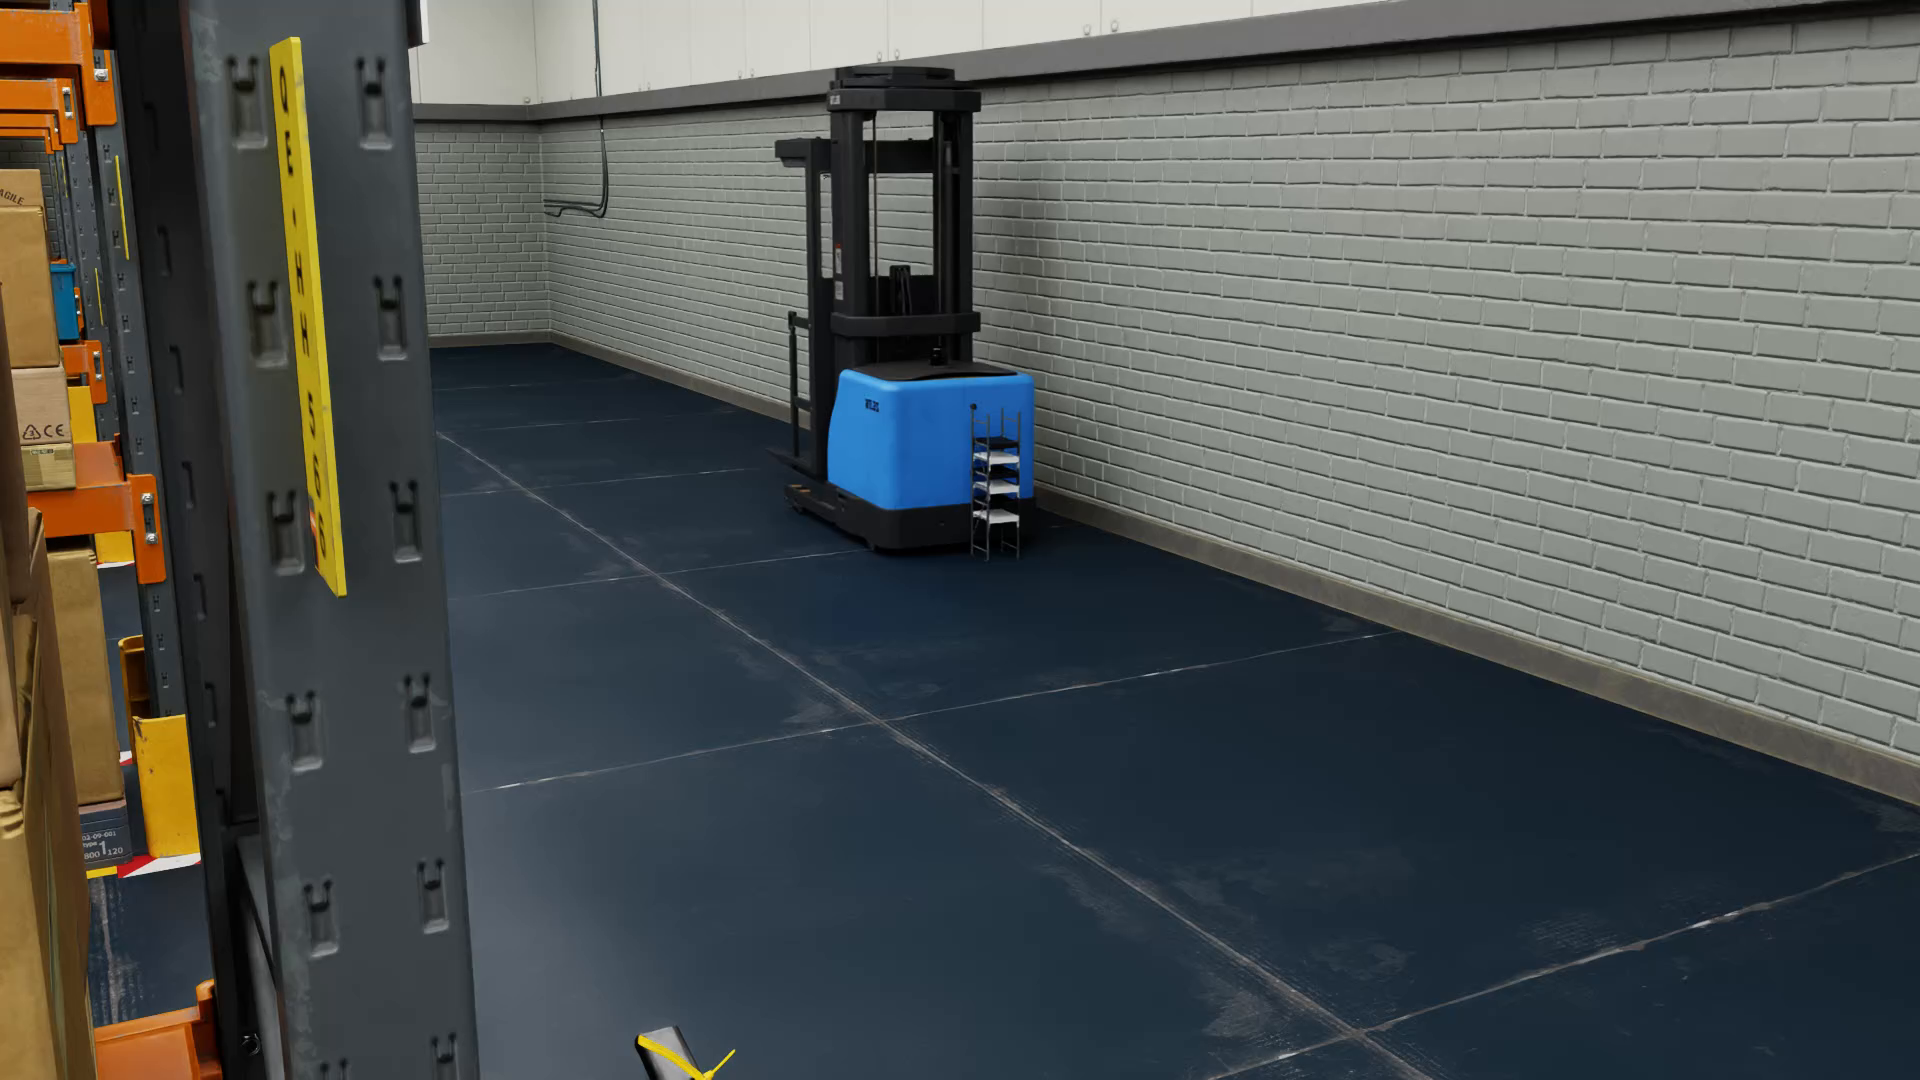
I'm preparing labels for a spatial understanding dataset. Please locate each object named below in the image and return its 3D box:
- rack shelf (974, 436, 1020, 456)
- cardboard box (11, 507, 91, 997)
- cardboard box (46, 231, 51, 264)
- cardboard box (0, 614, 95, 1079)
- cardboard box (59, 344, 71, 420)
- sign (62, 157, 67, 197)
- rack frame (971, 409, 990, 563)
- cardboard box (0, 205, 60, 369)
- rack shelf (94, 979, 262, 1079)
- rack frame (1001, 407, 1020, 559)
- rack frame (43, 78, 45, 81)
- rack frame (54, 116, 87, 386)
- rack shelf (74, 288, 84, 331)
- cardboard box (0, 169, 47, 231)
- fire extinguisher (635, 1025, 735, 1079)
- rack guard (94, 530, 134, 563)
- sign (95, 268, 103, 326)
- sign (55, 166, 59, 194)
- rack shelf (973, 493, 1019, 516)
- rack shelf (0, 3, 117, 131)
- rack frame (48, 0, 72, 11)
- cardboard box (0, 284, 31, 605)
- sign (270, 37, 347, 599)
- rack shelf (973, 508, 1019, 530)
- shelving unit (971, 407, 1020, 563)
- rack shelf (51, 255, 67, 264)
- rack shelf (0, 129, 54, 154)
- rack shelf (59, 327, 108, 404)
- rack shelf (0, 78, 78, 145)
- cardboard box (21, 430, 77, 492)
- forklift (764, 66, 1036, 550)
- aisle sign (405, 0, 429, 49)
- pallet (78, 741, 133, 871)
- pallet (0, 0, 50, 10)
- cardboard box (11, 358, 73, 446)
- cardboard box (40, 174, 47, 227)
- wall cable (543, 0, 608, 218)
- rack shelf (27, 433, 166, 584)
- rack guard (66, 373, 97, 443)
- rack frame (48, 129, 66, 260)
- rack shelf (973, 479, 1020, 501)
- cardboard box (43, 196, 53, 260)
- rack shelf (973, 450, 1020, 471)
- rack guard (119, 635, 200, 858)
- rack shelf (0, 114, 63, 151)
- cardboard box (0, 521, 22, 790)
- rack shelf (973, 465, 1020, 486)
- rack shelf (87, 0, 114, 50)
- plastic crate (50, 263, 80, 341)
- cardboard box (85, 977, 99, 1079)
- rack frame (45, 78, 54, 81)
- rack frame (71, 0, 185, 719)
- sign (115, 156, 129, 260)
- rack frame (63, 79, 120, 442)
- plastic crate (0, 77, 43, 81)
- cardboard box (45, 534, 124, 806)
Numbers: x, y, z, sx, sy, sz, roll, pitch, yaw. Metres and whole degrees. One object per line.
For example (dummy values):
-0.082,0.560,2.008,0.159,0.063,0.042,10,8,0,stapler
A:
0.213,-0.568,10.004,0.200,0.077,0.258,-6,14,-24,rack shelf
-1.171,0.278,1.638,0.500,0.500,0.500,-6,14,-25,cardboard box
-7.938,-2.348,13.981,0.500,0.500,0.500,-6,14,-26,cardboard box
-0.915,0.380,1.181,0.500,0.500,0.500,-7,14,-27,cardboard box
-3.483,-0.562,5.941,0.500,0.250,0.500,-7,15,-29,cardboard box
-7.427,-3.008,13.788,0.005,0.325,0.100,-7,14,-28,sign
0.121,-0.327,10.014,0.006,0.900,0.240,-6,14,-24,rack frame
-3.234,-0.825,5.399,0.500,0.500,0.500,-7,14,-27,cardboard box
-2.400,1.039,0.800,4.000,0.370,1.077,-7,14,-28,rack shelf
0.305,-0.346,10.099,0.006,0.900,0.240,-6,14,-24,rack frame
-10.052,-6.279,18.016,0.127,3.000,1.000,-7,14,-28,rack frame
-7.675,-2.398,14.435,0.127,3.000,1.000,-7,14,-28,rack frame
-9.431,-1.837,13.579,4.000,0.370,1.077,-7,14,-28,rack shelf
-7.934,-2.835,13.870,0.500,0.500,0.500,-7,14,-28,cardboard box
-0.202,0.760,1.427,0.183,0.674,0.296,-7,14,-28,fire extinguisher
-5.290,-0.229,10.488,0.348,0.500,1.175,-7,14,-28,rack guard
-5.027,-1.419,9.710,0.005,0.325,0.100,-7,14,-28,sign
-9.804,-3.927,18.051,0.005,0.325,0.100,-7,14,-28,sign
0.213,-0.217,10.084,0.200,0.077,0.258,-6,14,-24,rack shelf
-4.687,-1.391,4.765,4.000,0.370,1.077,-7,14,-28,rack shelf
-5.305,-4.370,9.533,0.127,3.000,1.000,-7,14,-28,rack frame
-1.165,-0.208,1.519,0.500,0.500,0.500,-7,14,-28,cardboard box
-0.396,-0.132,1.009,0.005,0.325,0.100,-7,14,-28,sign
0.213,-0.129,10.103,0.200,0.077,0.258,-6,14,-24,rack shelf
0.213,-0.337,10.056,0.210,0.900,0.258,-6,14,-24,shelving unit
-11.808,-2.791,17.819,4.000,0.370,1.077,-7,14,-28,rack shelf
-11.808,-4.255,17.490,4.000,0.370,1.077,-7,14,-28,rack shelf
-7.061,-0.882,9.335,4.000,0.370,1.077,-7,14,-28,rack shelf
-7.061,-2.345,9.006,4.000,0.370,1.077,-7,14,-28,rack shelf
-3.087,-0.265,5.529,0.250,0.149,0.380,-7,14,-27,cardboard box
-0.582,-1.649,11.260,1.130,2.935,3.031,-6,14,-23,forklift
-0.436,-0.741,1.147,0.004,0.787,0.394,-7,14,-28,aisle sign
-3.596,0.971,5.815,1.213,0.211,1.003,-7,14,-28,pallet
-3.578,-1.829,5.275,1.213,0.211,1.003,-7,14,-28,pallet
-3.230,-0.459,5.480,0.500,0.250,0.500,-7,15,-29,cardboard box
-8.191,-2.939,14.332,0.500,0.500,0.500,-6,14,-26,cardboard box
-4.916,-5.291,20.695,0.112,2.526,3.097,-7,14,-28,wall cable
-4.687,0.072,5.094,4.000,0.370,1.077,-7,14,-28,rack shelf
-7.742,-1.171,14.674,0.348,0.500,1.175,-7,14,-28,rack guard
-10.052,-3.353,18.675,0.127,3.000,1.000,-7,14,-28,rack frame
0.213,-0.304,10.064,0.200,0.077,0.258,-6,14,-24,rack shelf
-10.495,-3.443,18.395,0.700,0.700,0.980,-6,14,-25,cardboard box
0.213,-0.480,10.024,0.200,0.077,0.258,-6,14,-24,rack shelf
-2.911,0.728,6.236,0.348,0.500,1.175,-7,14,-28,rack guard
-9.431,-3.300,13.249,4.000,0.370,1.077,-7,14,-28,rack shelf
-0.927,-0.108,1.075,0.500,0.500,0.500,-7,15,-29,cardboard box
0.213,-0.392,10.044,0.200,0.077,0.258,-6,14,-24,rack shelf
-2.400,-0.425,0.470,4.000,0.370,1.077,-7,14,-28,rack shelf
-5.510,-1.419,9.864,0.499,0.435,0.616,-7,14,-28,plastic crate
-1.085,0.571,1.812,0.250,0.149,0.380,-7,14,-28,cardboard box
-7.675,-5.325,13.776,0.127,3.000,1.000,-7,14,-28,rack frame
-2.932,-0.489,5.950,0.127,3.000,1.000,-7,14,-28,rack frame
-2.684,-1.063,5.326,0.005,0.325,0.100,-7,14,-28,sign
-5.305,-1.443,10.191,0.127,3.000,1.000,-7,14,-28,rack frame
-5.777,-2.856,9.935,0.590,0.269,0.497,-7,14,-28,plastic crate
-3.455,0.425,5.769,0.875,0.875,0.875,-7,14,-28,cardboard box
